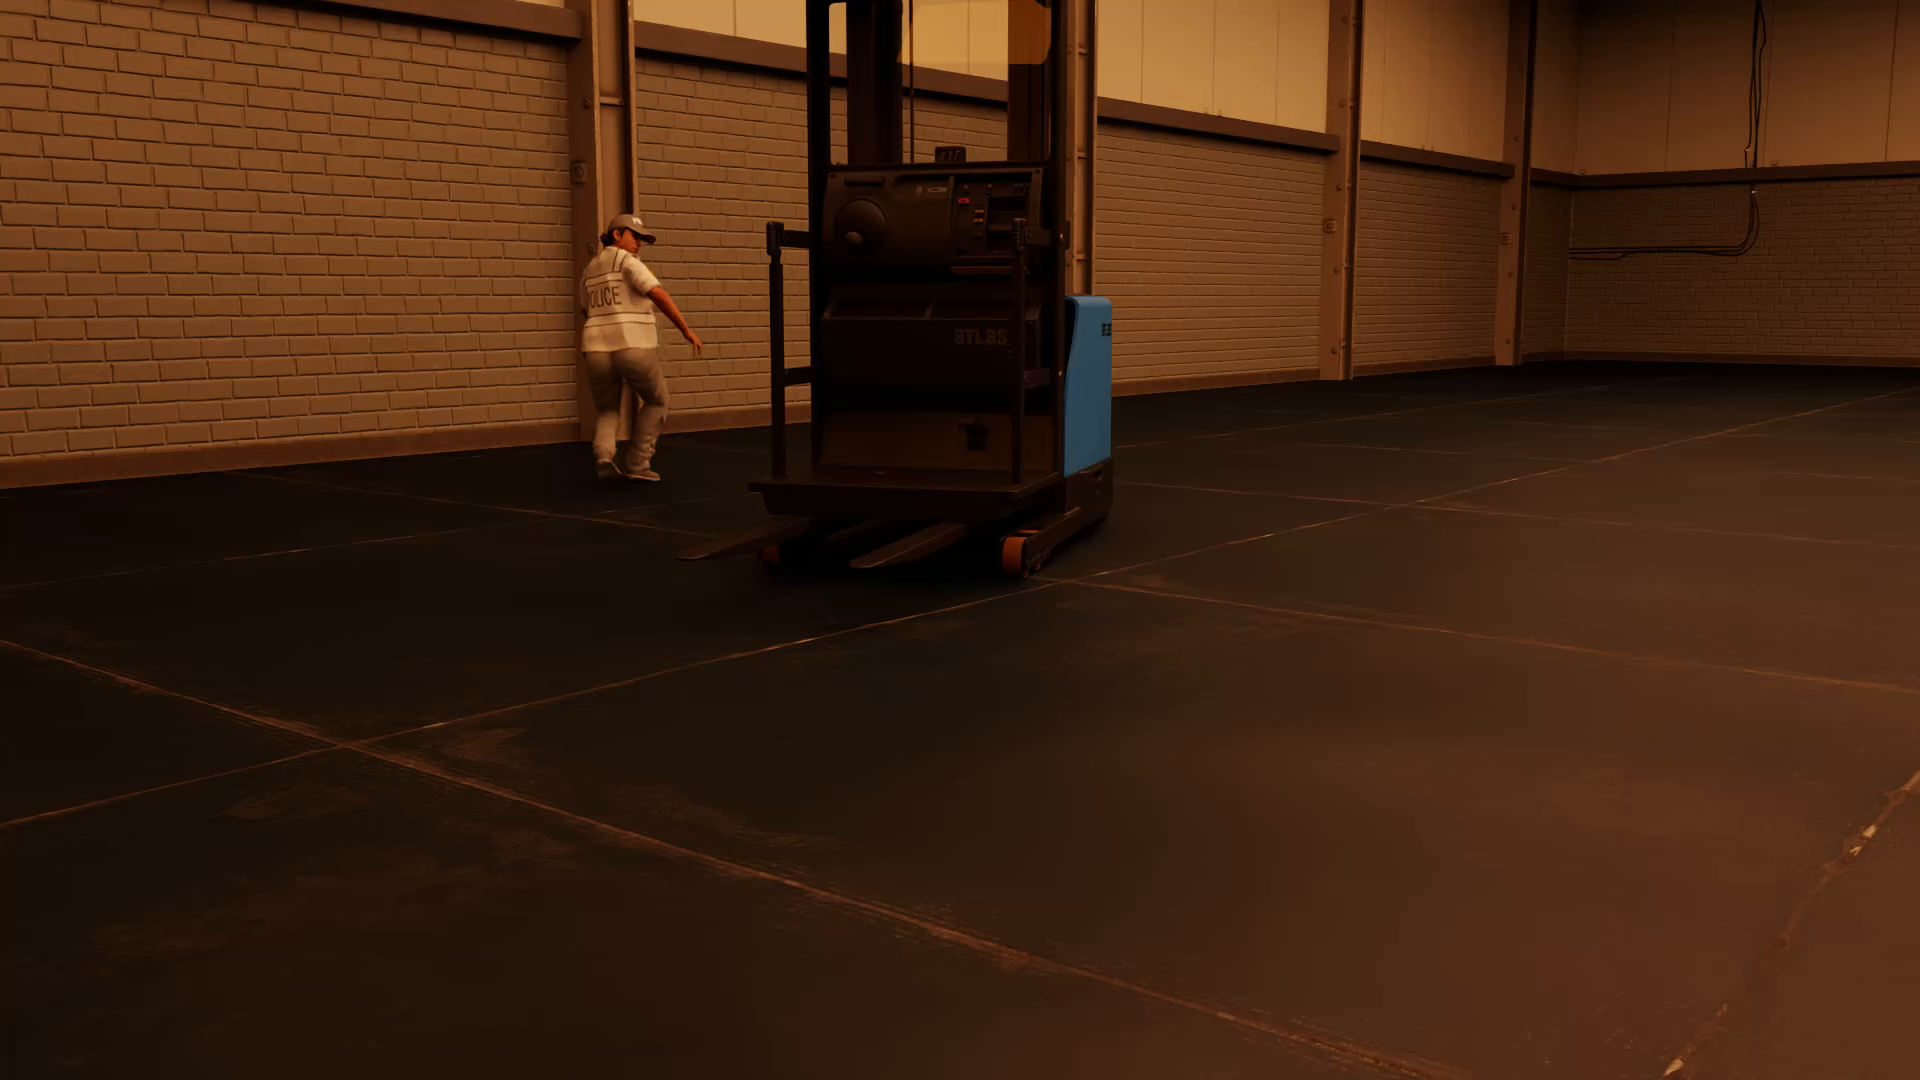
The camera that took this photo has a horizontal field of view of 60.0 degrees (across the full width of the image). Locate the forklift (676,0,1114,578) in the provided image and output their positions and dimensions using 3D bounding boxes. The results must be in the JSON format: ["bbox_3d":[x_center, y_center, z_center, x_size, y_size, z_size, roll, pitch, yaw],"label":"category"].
[{"bbox_3d":[-0.176,-1.366,6.616,1.130,2.935,3.031,3,9,17],"label":"forklift"}]

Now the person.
[{"bbox_3d":[-1.834,-1.086,9.540,0.810,1.541,0.795,3,9,18],"label":"person"}]
